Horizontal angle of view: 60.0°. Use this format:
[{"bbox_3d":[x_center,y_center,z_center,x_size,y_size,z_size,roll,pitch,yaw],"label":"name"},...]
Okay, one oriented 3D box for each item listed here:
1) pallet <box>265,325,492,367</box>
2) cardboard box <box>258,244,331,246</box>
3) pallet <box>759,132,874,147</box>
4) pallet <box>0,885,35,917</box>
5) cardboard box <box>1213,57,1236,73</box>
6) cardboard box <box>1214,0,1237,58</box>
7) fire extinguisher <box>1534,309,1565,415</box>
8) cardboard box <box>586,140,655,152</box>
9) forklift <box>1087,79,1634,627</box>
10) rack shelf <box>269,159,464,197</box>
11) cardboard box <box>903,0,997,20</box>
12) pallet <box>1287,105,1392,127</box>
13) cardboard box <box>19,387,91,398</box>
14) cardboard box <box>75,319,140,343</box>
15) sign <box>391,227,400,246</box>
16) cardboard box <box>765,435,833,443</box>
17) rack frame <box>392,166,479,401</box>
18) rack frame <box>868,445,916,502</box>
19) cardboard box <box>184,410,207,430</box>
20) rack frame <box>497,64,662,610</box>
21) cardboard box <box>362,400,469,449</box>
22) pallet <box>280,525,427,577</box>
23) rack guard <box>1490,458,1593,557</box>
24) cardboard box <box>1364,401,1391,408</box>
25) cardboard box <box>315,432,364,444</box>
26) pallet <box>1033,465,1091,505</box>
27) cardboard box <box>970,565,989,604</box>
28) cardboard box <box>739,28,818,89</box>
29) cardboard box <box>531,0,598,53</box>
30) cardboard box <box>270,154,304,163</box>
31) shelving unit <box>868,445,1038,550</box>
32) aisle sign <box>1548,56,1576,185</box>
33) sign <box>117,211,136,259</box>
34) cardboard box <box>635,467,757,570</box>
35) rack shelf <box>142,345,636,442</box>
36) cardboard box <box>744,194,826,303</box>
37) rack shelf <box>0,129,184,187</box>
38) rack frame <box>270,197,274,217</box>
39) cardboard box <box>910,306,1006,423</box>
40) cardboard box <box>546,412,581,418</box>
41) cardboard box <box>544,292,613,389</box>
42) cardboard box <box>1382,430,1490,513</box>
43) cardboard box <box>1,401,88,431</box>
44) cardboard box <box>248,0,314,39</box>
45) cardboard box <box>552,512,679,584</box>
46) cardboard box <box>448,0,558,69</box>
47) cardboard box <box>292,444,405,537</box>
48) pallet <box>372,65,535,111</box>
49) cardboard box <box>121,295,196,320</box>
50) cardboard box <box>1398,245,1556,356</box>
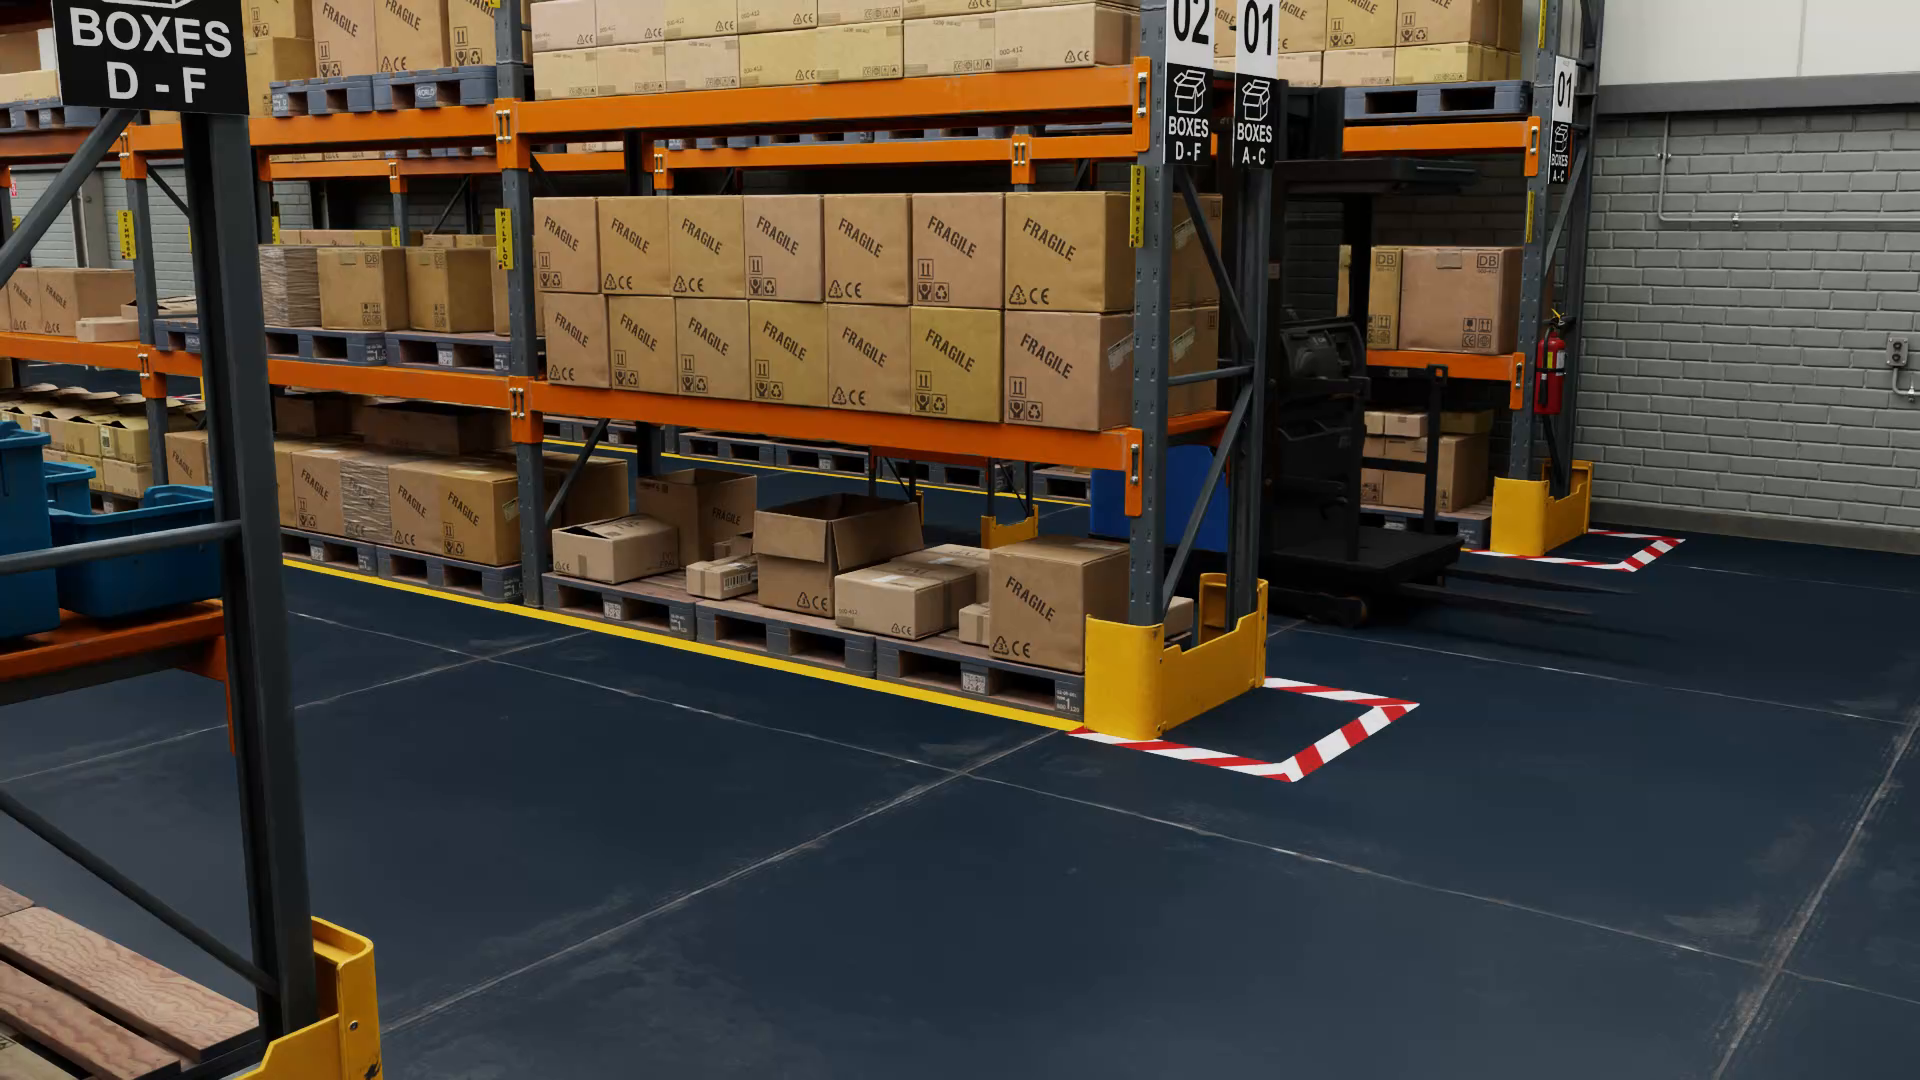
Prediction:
[{"bbox_3d":[-3.815,-1.297,10.842,1.213,0.211,1.003,8,13,36],"label":"pallet"},{"bbox_3d":[-4.811,-1.811,11.624,0.500,0.500,0.700,3,11,17],"label":"cardboard box"},{"bbox_3d":[-1.002,-3.558,14.626,1.213,0.211,1.003,9,14,38],"label":"pallet"},{"bbox_3d":[-3.493,1.181,4.868,1.213,0.211,1.003,8,13,36],"label":"pallet"},{"bbox_3d":[1.989,-3.338,12.018,0.500,0.250,0.500,7,13,34],"label":"cardboard box"},{"bbox_3d":[1.996,-3.706,11.944,0.500,0.500,0.500,8,14,36],"label":"cardboard box"},{"bbox_3d":[3.841,-1.160,10.813,0.183,0.674,0.296,8,13,36],"label":"fire extinguisher"},{"bbox_3d":[-3.196,-3.846,15.799,0.500,0.311,0.500,8,13,36],"label":"cardboard box"},{"bbox_3d":[2.238,-1.076,9.375,3.031,2.935,1.130,9,14,39],"label":"forklift"},{"bbox_3d":[-7.292,-4.162,19.143,4.000,0.370,1.077,8,13,36],"label":"rack shelf"},{"bbox_3d":[0.095,-2.429,7.370,0.500,0.250,0.500,8,13,36],"label":"cardboard box"},{"bbox_3d":[2.401,-3.117,12.078,1.213,0.211,1.003,8,13,36],"label":"pallet"},{"bbox_3d":[-7.690,-1.131,14.137,0.500,0.311,0.500,8,14,37],"label":"cardboard box"},{"bbox_3d":[-6.273,-1.545,12.278,0.250,0.149,0.380,8,13,36],"label":"cardboard box"},{"bbox_3d":[-5.995,-3.159,17.681,0.005,0.325,0.100,8,13,36],"label":"sign"},{"bbox_3d":[-1.239,-1.316,14.991,0.750,0.750,0.750,8,13,35],"label":"cardboard box"},{"bbox_3d":[-5.680,-2.818,18.197,0.127,3.000,1.000,8,13,36],"label":"rack frame"},{"bbox_3d":[-0.478,-0.803,11.732,0.032,1.500,0.500,8,13,36],"label":"rack frame"},{"bbox_3d":[-5.633,-0.845,12.655,0.500,0.311,0.500,9,14,37],"label":"cardboard box"},{"bbox_3d":[-2.161,-1.159,9.626,0.127,3.000,1.000,8,13,36],"label":"rack frame"},{"bbox_3d":[-3.617,-0.777,11.096,0.500,0.250,0.500,8,13,34],"label":"cardboard box"},{"bbox_3d":[-3.826,-0.013,11.042,1.213,0.211,1.003,8,13,36],"label":"pallet"},{"bbox_3d":[4.012,-0.239,11.447,0.348,0.500,1.175,8,13,36],"label":"rack guard"},{"bbox_3d":[2.978,-0.931,12.212,0.250,0.149,0.380,8,14,36],"label":"cardboard box"},{"bbox_3d":[-4.075,-0.470,11.487,0.500,0.500,0.500,7,13,34],"label":"cardboard box"},{"bbox_3d":[1.335,-0.452,13.309,1.213,0.211,1.003,8,13,36],"label":"pallet"},{"bbox_3d":[0.390,0.263,8.351,0.500,0.250,0.500,8,13,36],"label":"cardboard box"},{"bbox_3d":[-0.708,-2.297,8.003,0.500,0.250,0.500,8,13,36],"label":"cardboard box"},{"bbox_3d":[-1.916,-2.711,8.828,0.500,0.250,0.500,8,13,36],"label":"cardboard box"},{"bbox_3d":[-7.505,-4.542,18.899,0.500,0.500,0.500,9,14,39],"label":"cardboard box"},{"bbox_3d":[-0.061,-0.745,11.432,1.083,1.500,0.587,8,13,36],"label":"shelving unit"},{"bbox_3d":[3.873,-2.691,10.697,0.004,0.787,0.394,8,13,36],"label":"aisle sign"},{"bbox_3d":[-5.711,-2.092,11.399,0.005,0.325,0.100,8,13,36],"label":"sign"},{"bbox_3d":[-1.534,-0.128,9.715,0.500,0.500,0.500,8,13,36],"label":"cardboard box"},{"bbox_3d":[-3.773,-1.031,10.856,4.000,0.370,1.077,8,13,36],"label":"rack shelf"},{"bbox_3d":[-0.701,-1.430,8.127,0.500,0.500,0.500,8,14,37],"label":"cardboard box"},{"bbox_3d":[-6.997,-2.953,12.896,4.000,0.370,1.077,8,13,36],"label":"rack shelf"},{"bbox_3d":[-8.904,-3.267,20.521,0.127,3.000,1.000,8,13,36],"label":"rack frame"},{"bbox_3d":[0.121,-0.825,7.635,0.500,0.500,0.500,8,14,36],"label":"cardboard box"},{"bbox_3d":[-3.831,-1.557,17.103,0.500,0.500,0.700,8,13,35],"label":"cardboard box"},{"bbox_3d":[-1.911,-1.110,9.104,0.500,0.500,0.500,8,14,37],"label":"cardboard box"},{"bbox_3d":[3.369,-0.511,11.748,0.500,0.500,0.700,8,13,36],"label":"cardboard box"},{"bbox_3d":[-7.184,-0.933,13.113,0.500,0.311,0.500,8,14,37],"label":"cardboard box"},{"bbox_3d":[-4.215,-3.457,10.709,0.500,0.500,0.500,8,13,36],"label":"cardboard box"},{"bbox_3d":[-1.951,0.025,9.424,0.500,0.311,0.500,8,13,36],"label":"cardboard box"},{"bbox_3d":[-2.523,-3.004,9.633,0.600,0.600,0.600,6,13,30],"label":"cardboard box"},{"bbox_3d":[-3.937,-0.330,10.761,0.500,0.500,0.500,7,13,34],"label":"cardboard box"},{"bbox_3d":[-2.645,-2.624,9.793,1.003,0.211,1.213,8,13,36],"label":"pallet"},{"bbox_3d":[-5.991,-1.696,12.632,0.500,0.311,0.500,8,13,35],"label":"cardboard box"},{"bbox_3d":[3.575,-1.672,11.483,0.700,0.700,0.980,9,14,38],"label":"cardboard box"}]
